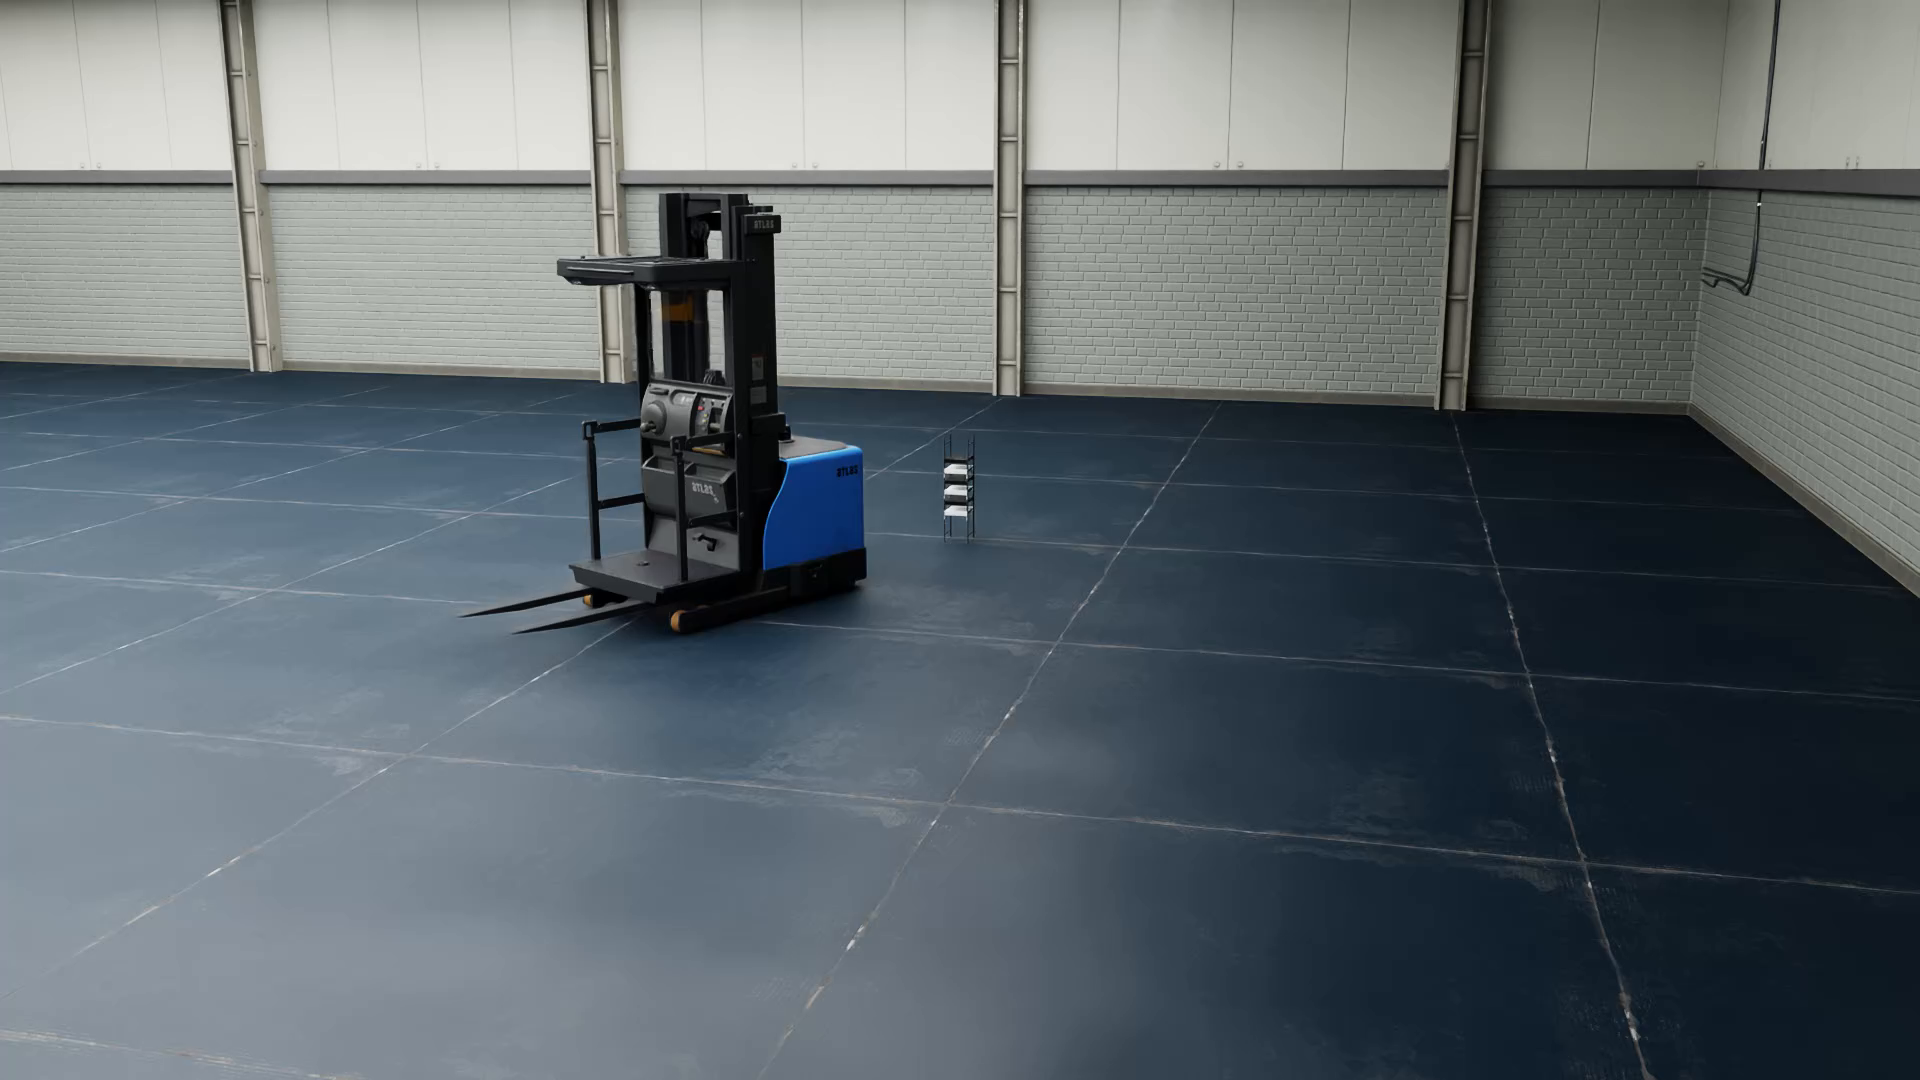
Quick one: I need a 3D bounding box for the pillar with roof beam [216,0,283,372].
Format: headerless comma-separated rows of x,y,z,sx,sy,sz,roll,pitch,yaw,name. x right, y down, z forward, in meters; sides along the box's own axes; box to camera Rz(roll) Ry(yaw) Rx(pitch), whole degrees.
-11.994,-6.169,21.265,0.400,9.000,9.100,3,13,14,pillar with roof beam

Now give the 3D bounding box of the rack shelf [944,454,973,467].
-0.008,-0.671,14.087,0.200,0.077,0.258,3,13,14,rack shelf

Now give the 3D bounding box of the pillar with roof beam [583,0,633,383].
-6.168,-5.858,19.862,0.400,9.000,9.100,3,13,14,pillar with roof beam

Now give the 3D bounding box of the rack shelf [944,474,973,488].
-0.008,-0.495,14.126,0.200,0.077,0.258,3,13,14,rack shelf

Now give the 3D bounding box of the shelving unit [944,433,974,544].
-0.008,-0.440,14.138,0.210,0.900,0.258,3,13,14,shelving unit

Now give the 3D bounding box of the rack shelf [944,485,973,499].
-0.008,-0.407,14.145,0.200,0.077,0.258,3,13,14,rack shelf

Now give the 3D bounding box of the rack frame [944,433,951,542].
-0.107,-0.445,14.162,0.006,0.900,0.240,3,13,14,rack frame

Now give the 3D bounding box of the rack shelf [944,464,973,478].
-0.008,-0.583,14.106,0.200,0.077,0.258,3,13,14,rack shelf

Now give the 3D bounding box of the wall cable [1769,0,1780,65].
8.409,-6.090,16.418,0.112,2.526,3.097,3,13,14,wall cable

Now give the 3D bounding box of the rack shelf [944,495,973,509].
-0.008,-0.319,14.165,0.200,0.077,0.258,3,13,14,rack shelf

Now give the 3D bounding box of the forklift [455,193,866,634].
-2.072,-0.913,11.582,1.130,2.935,3.031,11,17,41,forklift

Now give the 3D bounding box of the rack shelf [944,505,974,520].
-0.008,-0.231,14.184,0.200,0.077,0.258,3,13,14,rack shelf

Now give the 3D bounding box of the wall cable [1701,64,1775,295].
9.057,-4.194,19.529,0.112,2.526,3.097,3,13,14,wall cable

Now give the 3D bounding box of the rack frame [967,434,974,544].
0.091,-0.434,14.114,0.006,0.900,0.240,3,13,14,rack frame

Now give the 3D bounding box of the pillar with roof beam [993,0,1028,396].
-0.343,-5.547,18.458,0.400,9.000,9.100,3,13,14,pillar with roof beam

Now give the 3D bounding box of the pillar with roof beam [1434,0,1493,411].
5.482,-5.235,17.055,0.400,9.000,9.100,3,13,14,pillar with roof beam
